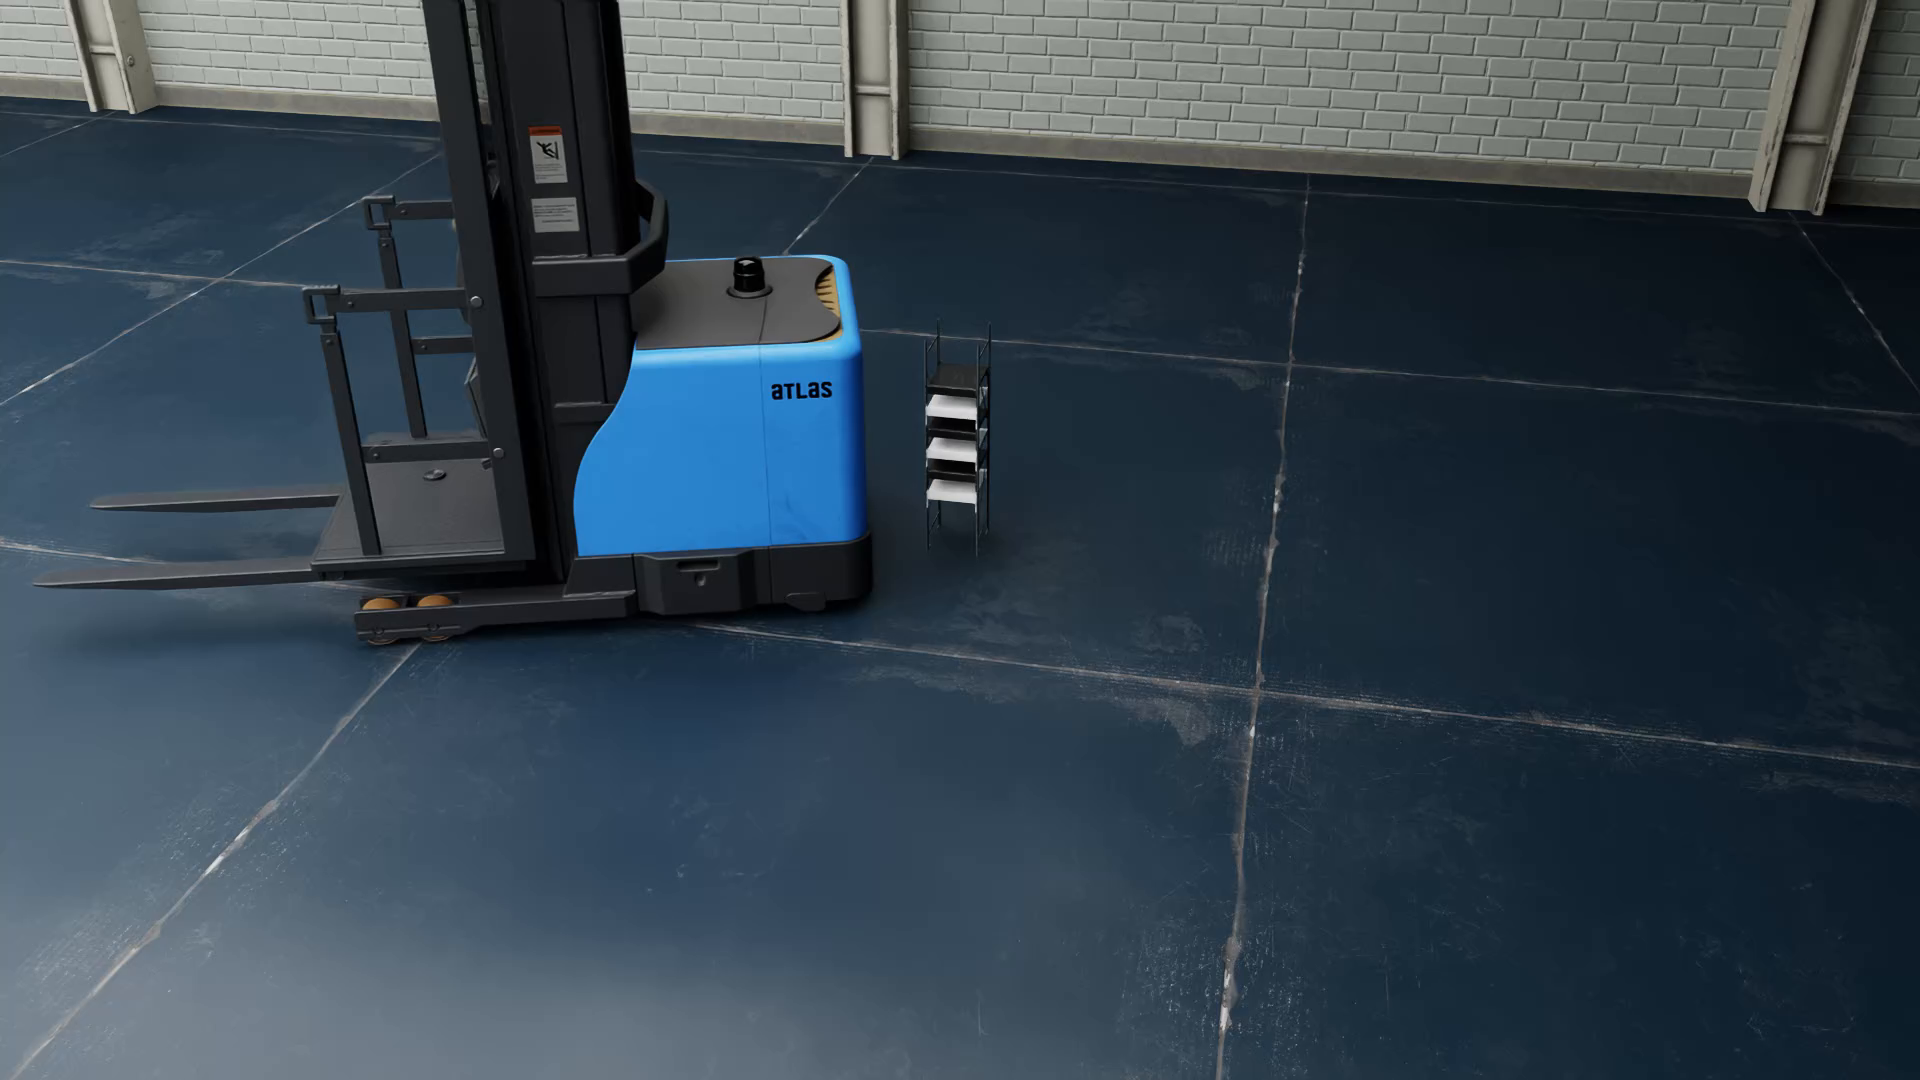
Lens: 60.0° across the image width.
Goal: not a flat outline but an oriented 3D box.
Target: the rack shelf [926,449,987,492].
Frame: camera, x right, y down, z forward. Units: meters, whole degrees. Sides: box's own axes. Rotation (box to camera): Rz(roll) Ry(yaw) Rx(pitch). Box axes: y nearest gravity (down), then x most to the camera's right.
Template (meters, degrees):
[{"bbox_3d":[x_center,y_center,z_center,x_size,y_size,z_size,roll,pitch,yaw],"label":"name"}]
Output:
[{"bbox_3d":[-0.008,-0.287,6.595,0.200,0.077,0.258,6,29,11],"label":"rack shelf"}]

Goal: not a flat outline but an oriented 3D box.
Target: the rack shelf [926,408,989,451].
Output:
[{"bbox_3d":[-0.008,-0.445,6.508,0.200,0.077,0.258,6,29,11],"label":"rack shelf"}]

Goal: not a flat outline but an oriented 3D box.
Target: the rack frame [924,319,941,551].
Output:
[{"bbox_3d":[-0.107,-0.406,6.554,0.006,0.900,0.240,6,29,11],"label":"rack frame"}]

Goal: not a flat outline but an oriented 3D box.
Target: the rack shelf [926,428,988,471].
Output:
[{"bbox_3d":[-0.008,-0.366,6.551,0.200,0.077,0.258,6,29,11],"label":"rack shelf"}]

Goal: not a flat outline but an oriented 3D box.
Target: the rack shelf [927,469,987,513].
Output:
[{"bbox_3d":[-0.008,-0.208,6.638,0.200,0.077,0.258,6,29,11],"label":"rack shelf"}]

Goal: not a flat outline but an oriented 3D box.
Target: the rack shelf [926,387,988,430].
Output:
[{"bbox_3d":[-0.008,-0.524,6.465,0.200,0.077,0.258,6,29,11],"label":"rack shelf"}]

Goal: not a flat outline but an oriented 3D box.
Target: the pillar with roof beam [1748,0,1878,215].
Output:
[{"bbox_3d":[4.385,-4.065,4.804,0.400,9.000,9.100,6,29,11],"label":"pillar with roof beam"}]

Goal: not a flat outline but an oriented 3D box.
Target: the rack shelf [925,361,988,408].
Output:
[{"bbox_3d":[-0.008,-0.603,6.422,0.200,0.077,0.258,6,29,11],"label":"rack shelf"}]

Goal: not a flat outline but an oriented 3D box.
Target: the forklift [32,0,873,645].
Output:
[{"bbox_3d":[-1.883,-1.173,5.840,3.031,2.935,1.130,-3,29,-6],"label":"forklift"}]

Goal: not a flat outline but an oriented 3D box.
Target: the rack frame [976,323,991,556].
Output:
[{"bbox_3d":[0.091,-0.385,6.517,0.006,0.900,0.240,6,29,11],"label":"rack frame"}]

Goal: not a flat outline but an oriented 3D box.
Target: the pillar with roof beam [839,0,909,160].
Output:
[{"bbox_3d":[-1.482,-4.666,5.903,0.400,9.000,9.100,6,29,11],"label":"pillar with roof beam"}]

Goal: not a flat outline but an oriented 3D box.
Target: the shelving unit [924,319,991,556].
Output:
[{"bbox_3d":[-0.008,-0.396,6.535,0.210,0.900,0.258,6,29,11],"label":"shelving unit"}]

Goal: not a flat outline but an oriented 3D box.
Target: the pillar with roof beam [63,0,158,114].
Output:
[{"bbox_3d":[-7.350,-5.268,7.002,0.400,9.000,9.100,6,29,11],"label":"pillar with roof beam"}]
